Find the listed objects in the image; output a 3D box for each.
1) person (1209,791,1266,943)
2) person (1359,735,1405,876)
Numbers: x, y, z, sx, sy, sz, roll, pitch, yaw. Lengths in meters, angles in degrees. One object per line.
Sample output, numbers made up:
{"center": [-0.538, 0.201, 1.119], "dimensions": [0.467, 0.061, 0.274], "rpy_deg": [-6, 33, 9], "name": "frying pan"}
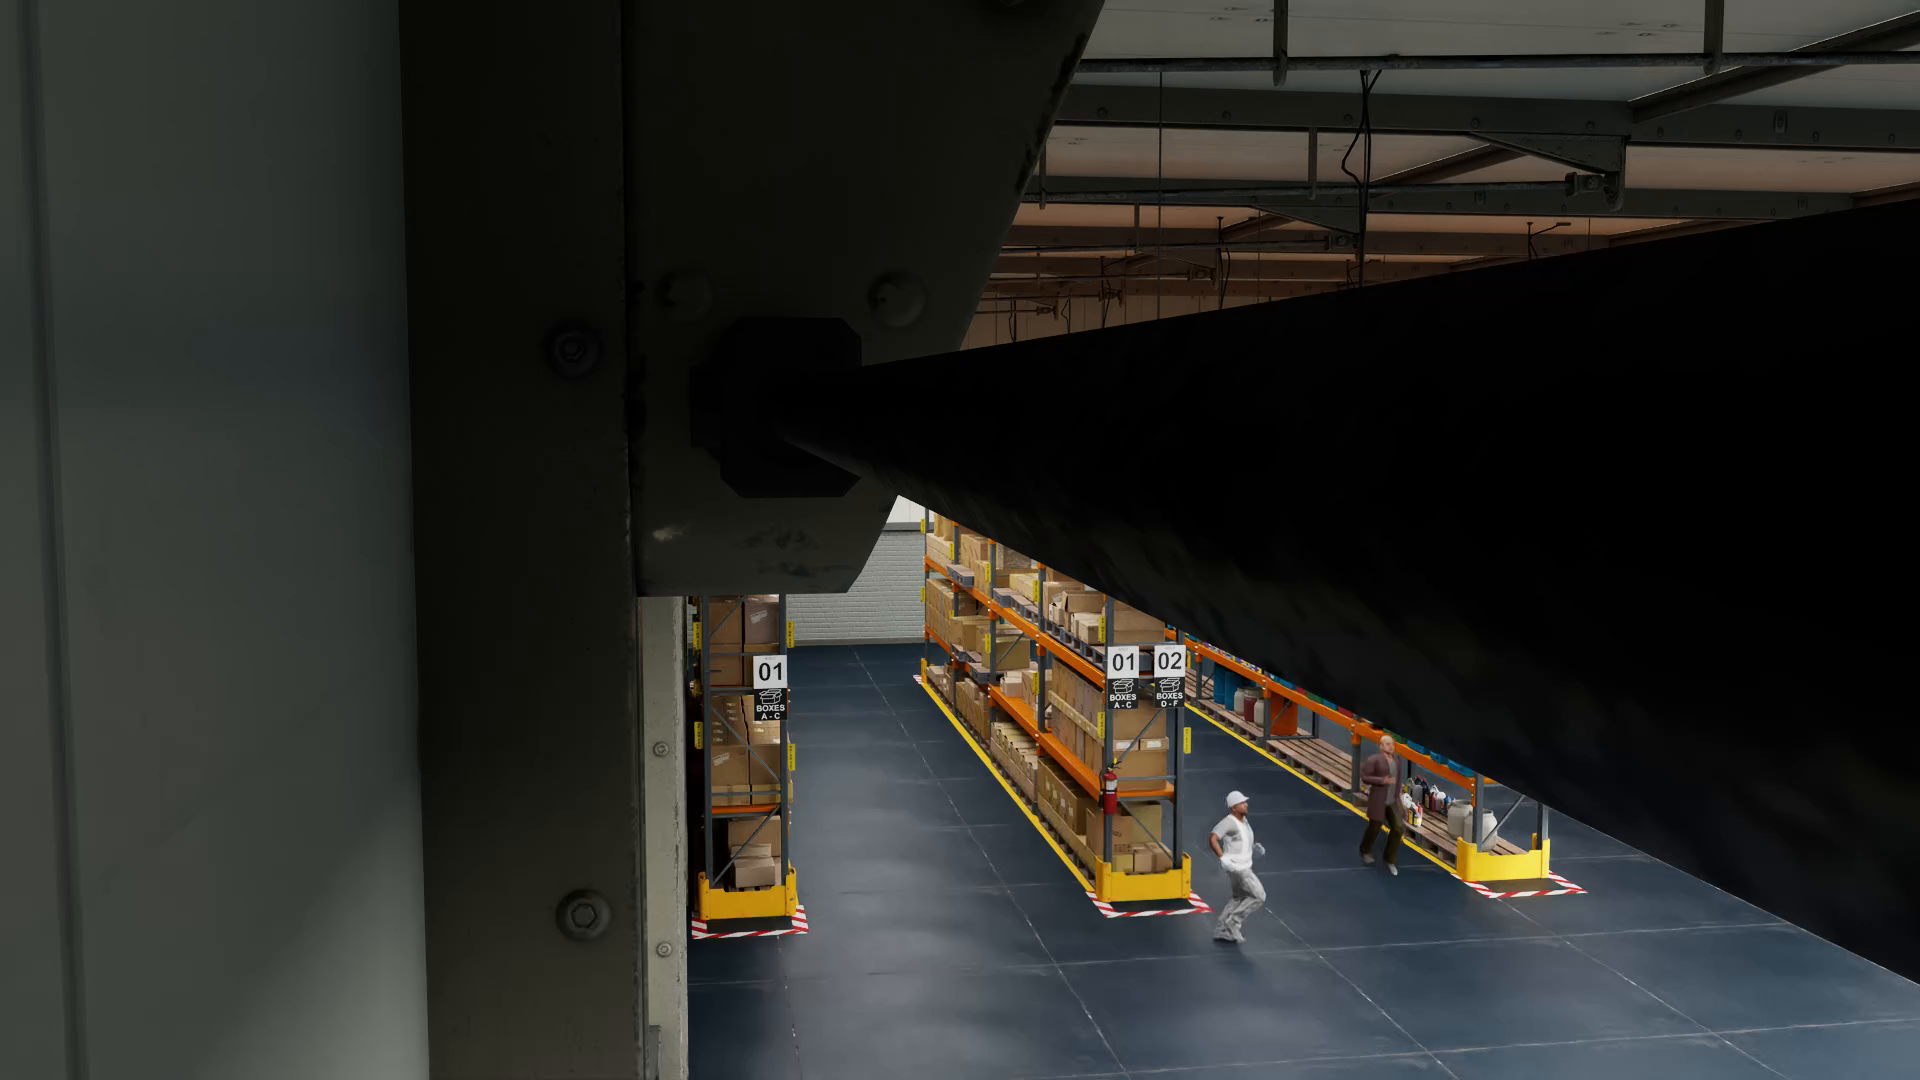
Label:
{"center": [3.223, 3.765, 19.183], "dimensions": [0.635, 1.722, 0.684], "rpy_deg": [1, 5, 16], "name": "person"}
{"center": [5.633, 3.510, 22.122], "dimensions": [0.703, 1.852, 0.817], "rpy_deg": [-2, 5, -17], "name": "person"}
